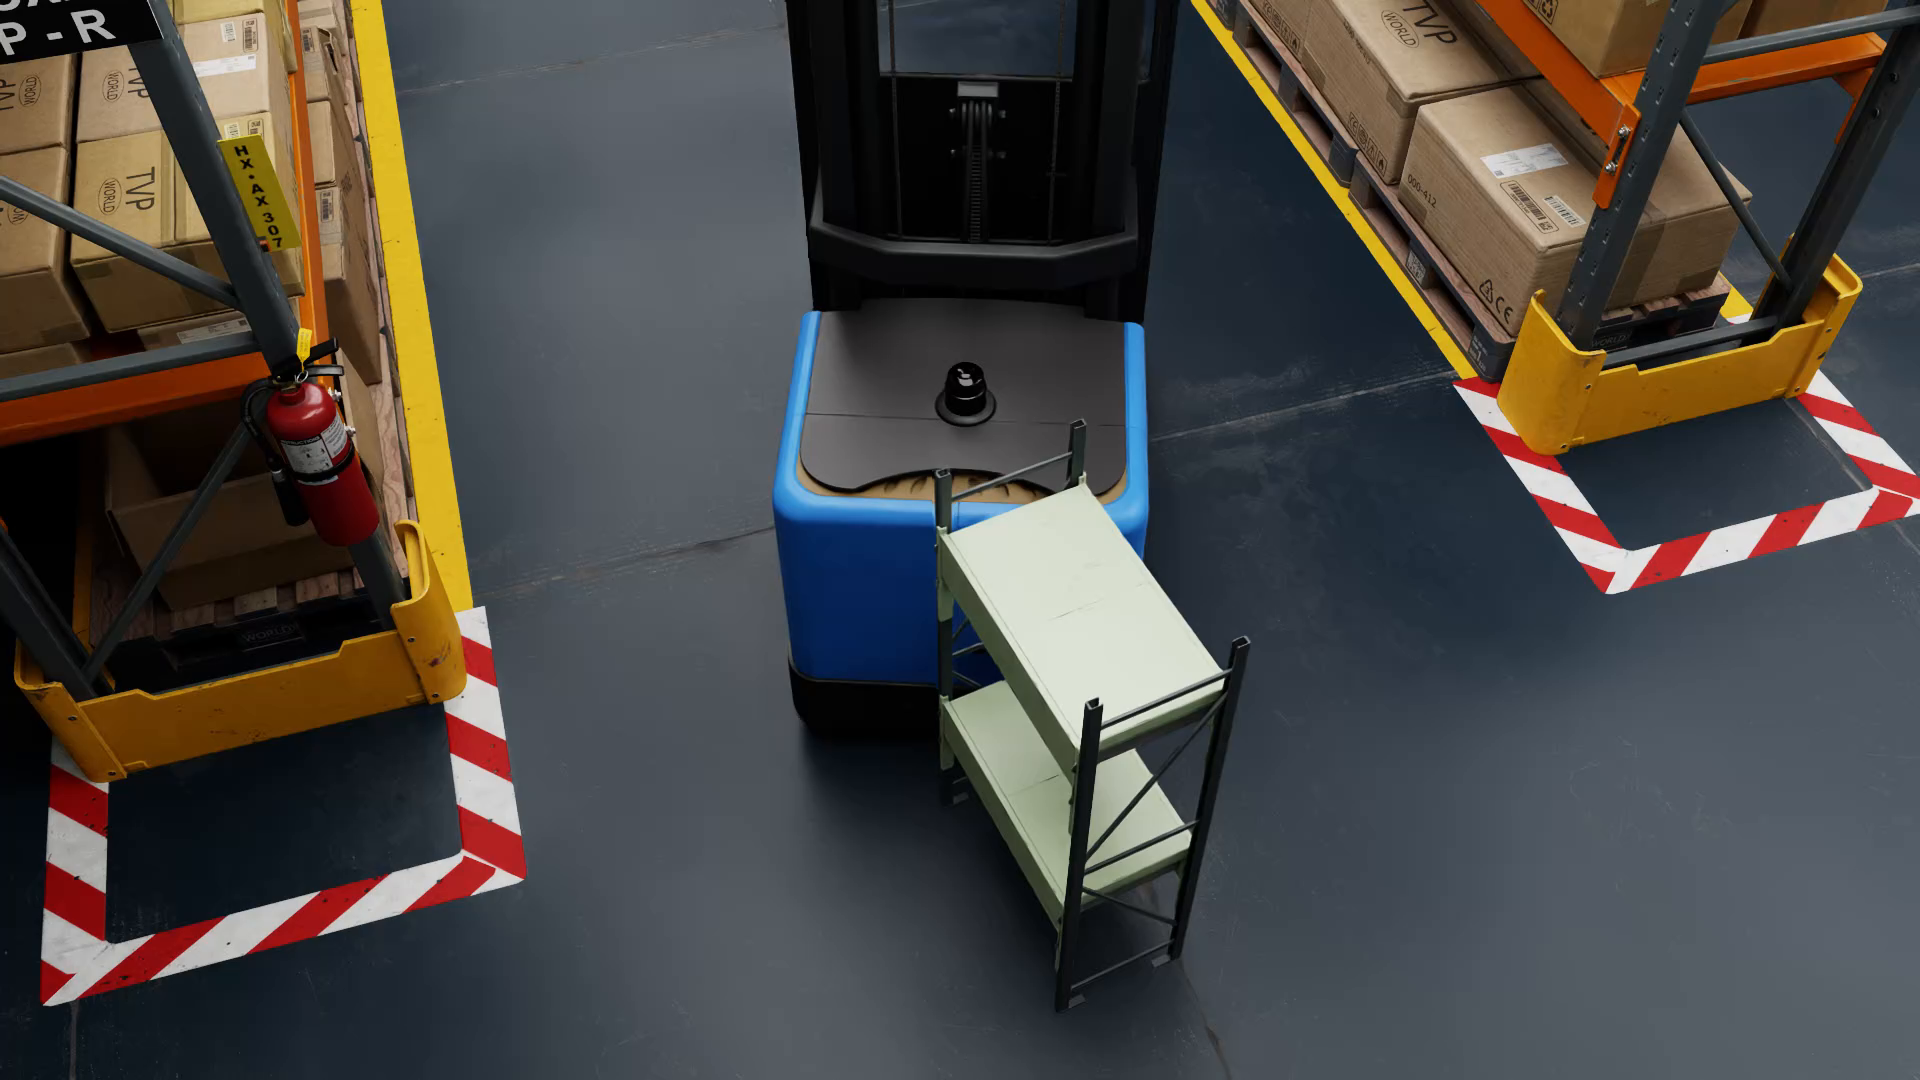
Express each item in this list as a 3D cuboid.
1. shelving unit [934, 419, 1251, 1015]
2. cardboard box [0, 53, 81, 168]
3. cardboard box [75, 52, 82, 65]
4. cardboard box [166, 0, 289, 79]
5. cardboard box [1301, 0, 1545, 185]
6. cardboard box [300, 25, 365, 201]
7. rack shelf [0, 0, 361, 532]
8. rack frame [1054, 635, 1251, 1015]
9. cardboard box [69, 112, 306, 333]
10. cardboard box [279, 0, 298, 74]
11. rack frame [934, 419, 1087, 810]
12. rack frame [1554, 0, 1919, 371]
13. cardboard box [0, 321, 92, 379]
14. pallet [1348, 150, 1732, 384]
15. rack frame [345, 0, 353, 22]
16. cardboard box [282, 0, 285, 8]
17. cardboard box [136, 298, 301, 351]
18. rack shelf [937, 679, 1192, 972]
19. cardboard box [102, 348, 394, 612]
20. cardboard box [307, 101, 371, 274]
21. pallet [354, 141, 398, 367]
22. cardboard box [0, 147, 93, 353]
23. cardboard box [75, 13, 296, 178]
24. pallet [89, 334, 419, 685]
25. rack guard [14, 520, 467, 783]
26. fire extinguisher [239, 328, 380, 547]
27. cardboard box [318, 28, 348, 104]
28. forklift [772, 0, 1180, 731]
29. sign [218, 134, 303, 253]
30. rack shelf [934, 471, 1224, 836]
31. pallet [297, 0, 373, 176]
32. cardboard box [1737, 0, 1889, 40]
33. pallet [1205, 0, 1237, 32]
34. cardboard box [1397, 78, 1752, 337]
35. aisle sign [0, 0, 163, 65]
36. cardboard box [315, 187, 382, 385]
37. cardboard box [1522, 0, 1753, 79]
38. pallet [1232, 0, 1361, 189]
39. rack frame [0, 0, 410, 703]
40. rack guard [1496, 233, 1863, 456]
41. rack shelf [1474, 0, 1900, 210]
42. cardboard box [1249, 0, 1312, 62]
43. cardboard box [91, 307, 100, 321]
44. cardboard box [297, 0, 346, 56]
[{"bbox_3d":[0.285,0.514,4.336,0.431,1.500,0.755,-21,53,-17],"label":"shelving unit"},{"bbox_3d":[-2.702,-1.108,4.626,0.500,0.250,0.500,-13,51,-11],"label":"cardboard box"},{"bbox_3d":[-2.844,-1.471,4.932,0.500,0.250,0.500,-12,51,-10],"label":"cardboard box"},{"bbox_3d":[-2.340,-1.585,5.028,0.500,0.250,0.500,-14,51,-12],"label":"cardboard box"},{"bbox_3d":[2.010,-1.968,6.848,0.875,0.438,0.875,-12,51,-10],"label":"cardboard box"},{"bbox_3d":[-2.774,-1.597,6.495,0.700,0.500,0.500,-15,52,-12],"label":"cardboard box"},{"bbox_3d":[-2.752,-1.637,5.638,1.077,0.370,4.000,-13,51,-11],"label":"rack shelf"},{"bbox_3d":[0.447,0.765,4.124,0.400,1.500,0.023,-21,53,-17],"label":"rack frame"},{"bbox_3d":[-2.038,-0.848,4.406,0.500,0.250,0.500,-13,51,-11],"label":"cardboard box"},{"bbox_3d":[-2.329,-1.581,5.285,0.380,0.149,0.250,-15,51,-12],"label":"cardboard box"},{"bbox_3d":[0.124,0.263,4.547,0.400,1.500,0.023,-21,53,-17],"label":"rack frame"},{"bbox_3d":[2.580,-1.533,5.080,1.000,3.000,0.127,-13,51,-11],"label":"rack frame"},{"bbox_3d":[-2.515,-0.508,4.381,0.380,0.149,0.250,-14,51,-11],"label":"cardboard box"},{"bbox_3d":[2.269,-1.200,6.624,1.003,0.211,1.213,-13,51,-11],"label":"pallet"},{"bbox_3d":[-3.344,-3.329,6.595,1.000,3.000,0.127,-13,51,-11],"label":"rack frame"},{"bbox_3d":[-2.427,-1.769,5.443,0.380,0.149,0.250,-12,51,-10],"label":"cardboard box"},{"bbox_3d":[-1.996,-0.629,4.483,0.380,0.149,0.250,-14,51,-11],"label":"cardboard box"},{"bbox_3d":[0.285,0.724,4.585,0.431,0.370,0.720,-21,53,-17],"label":"rack shelf"},{"bbox_3d":[-2.251,-0.207,5.320,0.797,0.503,0.637,-15,52,-12],"label":"cardboard box"},{"bbox_3d":[-2.528,-1.247,6.200,0.500,0.500,0.500,-12,51,-10],"label":"cardboard box"},{"bbox_3d":[-2.777,-1.036,6.485,1.003,0.211,1.213,-13,51,-11],"label":"pallet"},{"bbox_3d":[-2.550,-0.731,4.308,0.500,0.250,0.500,-12,51,-10],"label":"cardboard box"},{"bbox_3d":[-2.187,-1.216,4.717,0.500,0.250,0.500,-13,51,-11],"label":"cardboard box"},{"bbox_3d":[-2.420,-0.146,5.736,1.003,0.211,1.213,-13,51,-11],"label":"pallet"},{"bbox_3d":[-2.183,0.342,5.134,1.175,0.500,0.348,-13,51,-11],"label":"rack guard"},{"bbox_3d":[-1.676,-0.260,4.301,0.296,0.674,0.183,-13,51,-11],"label":"fire extinguisher"},{"bbox_3d":[-2.793,-1.982,6.973,0.396,0.266,0.258,-12,51,-10],"label":"cardboard box"},{"bbox_3d":[0.074,-1.459,5.063,1.130,2.935,3.031,2,50,2],"label":"forklift"},{"bbox_3d":[-1.643,-0.810,3.904,0.100,0.325,0.005,-13,51,-11],"label":"sign"},{"bbox_3d":[0.285,0.262,4.037,0.431,0.370,0.720,-21,53,-17],"label":"rack shelf"},{"bbox_3d":[-3.142,-1.929,7.238,1.003,0.211,1.213,-13,51,-11],"label":"pallet"},{"bbox_3d":[2.712,-1.980,5.392,0.500,0.500,0.500,-14,51,-11],"label":"cardboard box"},{"bbox_3d":[1.547,-2.982,8.126,1.003,0.211,1.213,-13,51,-11],"label":"pallet"},{"bbox_3d":[2.289,-1.302,6.287,0.875,0.438,0.875,-15,51,-12],"label":"cardboard box"},{"bbox_3d":[-1.860,-1.262,3.152,0.394,0.787,0.004,-13,51,-11],"label":"aisle sign"},{"bbox_3d":[-2.467,-0.839,5.855,0.700,0.500,0.500,-11,51,-9],"label":"cardboard box"},{"bbox_3d":[2.184,-1.857,5.289,0.500,0.500,0.500,-13,51,-11],"label":"cardboard box"},{"bbox_3d":[1.911,-2.090,7.374,1.003,0.211,1.213,-13,51,-11],"label":"pallet"},{"bbox_3d":[-2.161,-0.408,4.132,1.000,3.000,0.127,-13,51,-11],"label":"rack frame"},{"bbox_3d":[2.587,-0.709,6.021,1.175,0.500,0.348,-13,51,-11],"label":"rack guard"},{"bbox_3d":[1.988,-2.762,6.587,1.077,0.370,4.000,-13,51,-11],"label":"rack shelf"},{"bbox_3d":[1.745,-2.627,7.404,0.875,0.438,0.875,-15,51,-12],"label":"cardboard box"},{"bbox_3d":[-2.532,-0.707,4.549,0.380,0.149,0.250,-12,51,-10],"label":"cardboard box"},{"bbox_3d":[-2.898,-2.205,7.237,0.380,0.149,0.250,-15,51,-12],"label":"cardboard box"}]
